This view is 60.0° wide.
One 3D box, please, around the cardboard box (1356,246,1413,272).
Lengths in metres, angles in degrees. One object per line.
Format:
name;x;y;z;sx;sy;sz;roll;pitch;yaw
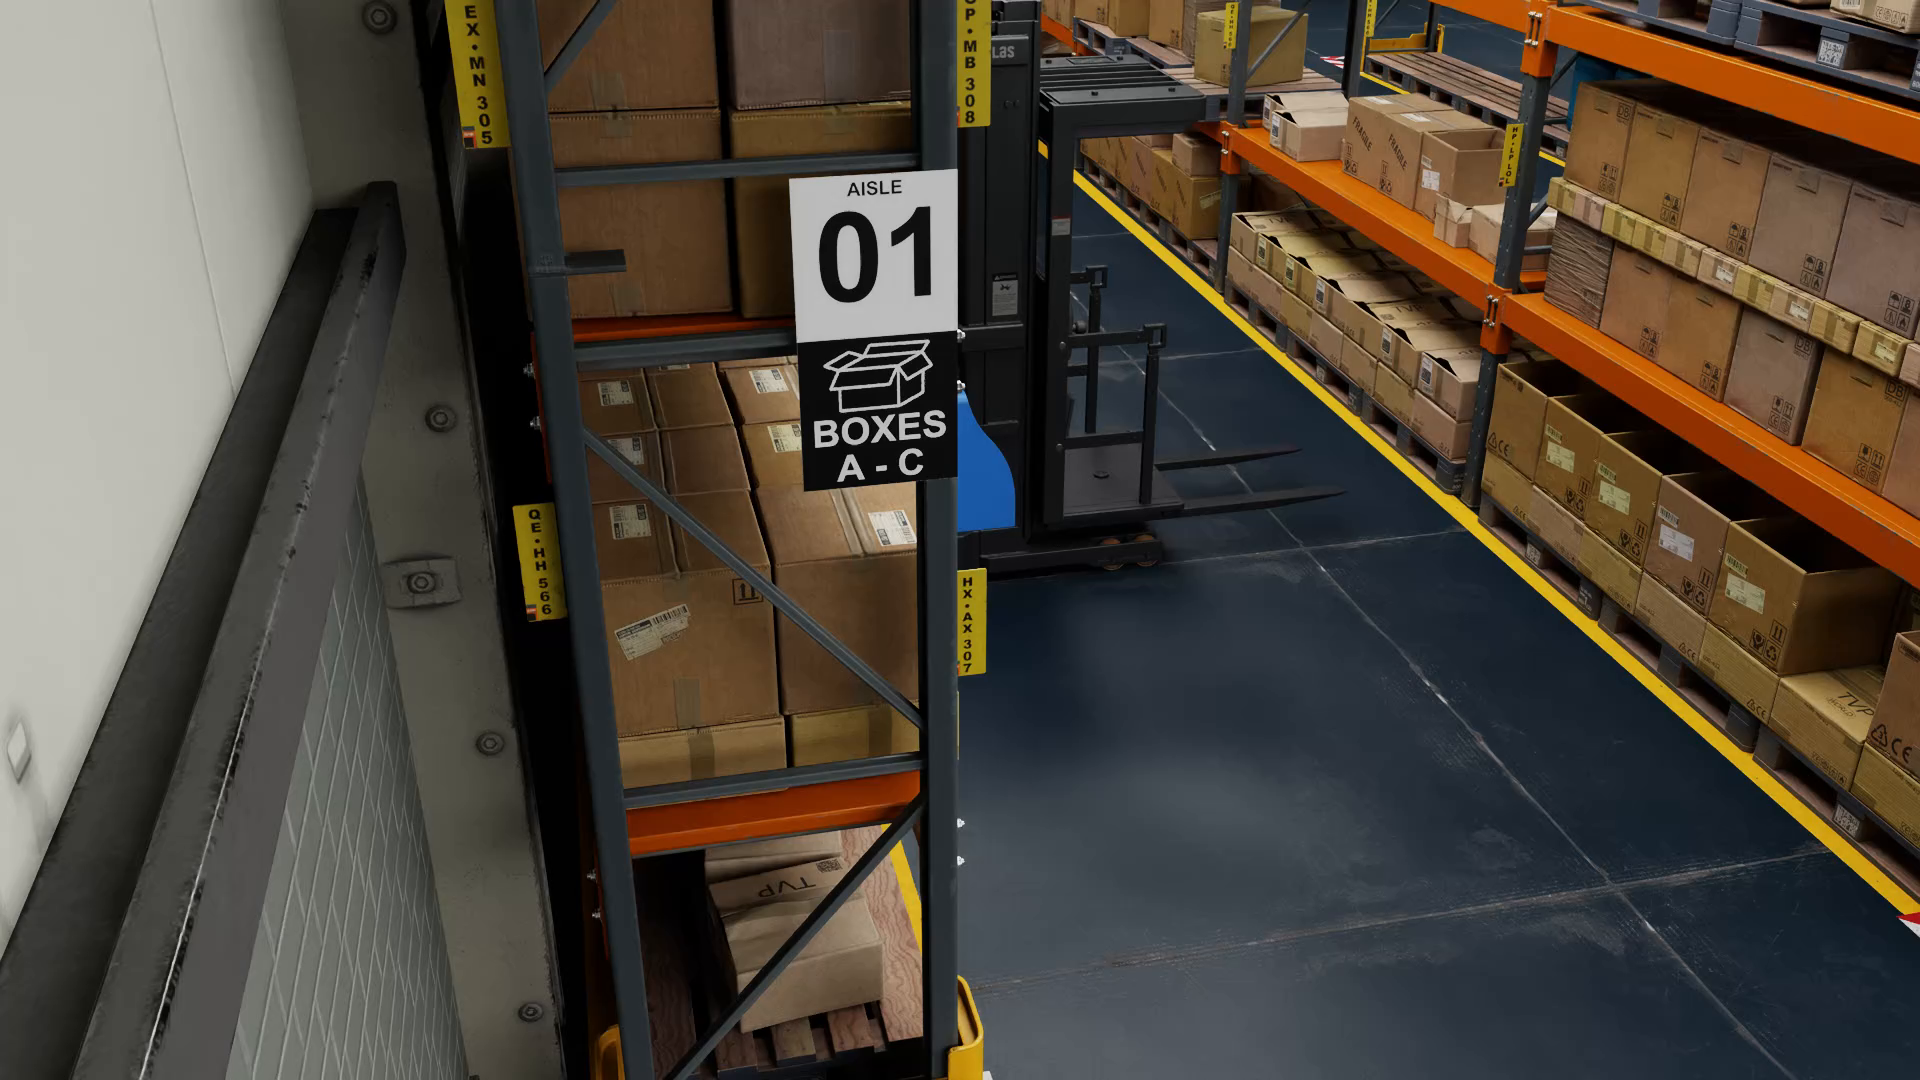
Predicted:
cardboard box;3.108;-1.905;11.659;0.500;0.311;0.500;-6;27;-12

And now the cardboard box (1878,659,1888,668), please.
cardboard box;4.186;0.506;7.504;0.500;0.250;0.500;-6;27;-12

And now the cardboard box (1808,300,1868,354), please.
cardboard box;3.754;-0.888;6.850;0.380;0.149;0.250;-5;27;-10

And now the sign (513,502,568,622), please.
sign;-1.052;0.057;4.172;0.100;0.325;0.005;-6;27;-12

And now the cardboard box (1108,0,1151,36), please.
cardboard box;1.720;-4.811;14.876;0.700;0.500;0.500;-2;27;-3

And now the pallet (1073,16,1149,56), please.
pallet;1.688;-4.658;15.362;1.003;0.211;1.213;-6;27;-12

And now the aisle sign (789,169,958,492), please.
aisle sign;-0.198;-0.492;4.011;0.394;0.787;0.004;-6;27;-12

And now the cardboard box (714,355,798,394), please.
cardboard box;-0.661;-0.520;6.264;0.500;0.500;0.500;-5;27;-10

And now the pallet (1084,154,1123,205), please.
pallet;1.835;-3.507;15.964;1.003;0.211;1.213;-6;27;-12

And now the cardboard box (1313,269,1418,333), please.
cardboard box;2.704;-1.620;11.094;0.500;0.311;0.500;-6;27;-12

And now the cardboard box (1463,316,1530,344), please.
cardboard box;3.459;-1.231;10.322;0.500;0.311;0.500;-6;27;-12

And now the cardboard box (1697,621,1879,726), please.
cardboard box;3.671;0.560;7.397;0.500;0.250;0.500;-6;27;-12

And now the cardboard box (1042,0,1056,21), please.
cardboard box;1.134;-5.569;16.844;0.500;0.500;0.500;-5;27;-10

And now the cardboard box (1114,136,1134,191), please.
cardboard box;1.723;-3.495;15.132;0.500;0.500;0.500;-6;27;-11

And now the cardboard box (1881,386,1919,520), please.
cardboard box;4.103;-0.318;6.440;0.700;0.500;0.500;-5;27;-10

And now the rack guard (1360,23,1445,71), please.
rack guard;5.522;-6.256;21.089;1.175;0.500;0.348;-6;27;-12

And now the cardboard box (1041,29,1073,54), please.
cardboard box;1.076;-5.728;19.555;0.500;0.500;0.500;-6;27;-12

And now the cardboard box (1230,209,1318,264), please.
cardboard box;2.348;-2.300;12.441;0.500;0.311;0.500;-5;27;-10

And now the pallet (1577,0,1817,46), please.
pallet;3.635;-2.521;7.685;1.003;0.211;1.213;-6;27;-12

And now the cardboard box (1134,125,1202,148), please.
cardboard box;1.825;-3.624;14.555;0.500;0.250;0.500;-6;27;-13

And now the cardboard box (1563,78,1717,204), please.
cardboard box;3.524;-2.023;8.378;0.700;0.500;0.500;-6;27;-11

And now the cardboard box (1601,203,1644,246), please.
cardboard box;3.406;-1.566;8.194;0.380;0.149;0.250;-7;28;-13

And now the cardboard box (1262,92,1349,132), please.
cardboard box;2.555;-3.145;12.251;0.500;0.311;0.500;-4;27;-8

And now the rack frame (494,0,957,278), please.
rack frame;-0.507;-2.011;3.247;1.000;3.000;0.127;-6;27;-12

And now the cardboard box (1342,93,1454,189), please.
cardboard box;2.910;-2.659;11.078;0.500;0.500;0.500;-7;28;-14

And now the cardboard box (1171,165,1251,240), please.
cardboard box;2.076;-2.816;13.787;0.500;0.500;0.500;-5;27;-10

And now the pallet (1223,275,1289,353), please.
pallet;2.664;-1.739;12.461;1.003;0.211;1.213;-6;27;-12

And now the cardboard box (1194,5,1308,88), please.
cardboard box;2.264;-3.846;12.964;0.700;0.500;0.500;-16;31;-29

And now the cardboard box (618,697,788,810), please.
cardboard box;-0.801;0.540;4.995;0.500;0.250;0.500;-6;27;-11

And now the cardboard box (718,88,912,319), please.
cardboard box;-0.338;-0.897;4.237;0.500;0.500;0.500;-5;27;-10

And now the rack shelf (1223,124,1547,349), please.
rack shelf;2.967;-2.150;10.979;1.077;0.370;4.000;-6;27;-12

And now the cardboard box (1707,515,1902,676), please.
cardboard box;3.668;0.225;7.228;0.500;0.500;0.500;-6;27;-12

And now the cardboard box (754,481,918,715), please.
cardboard box;-0.321;0.151;4.935;0.500;0.500;0.500;-6;27;-12

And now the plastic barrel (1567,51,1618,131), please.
plastic barrel;6.547;-4.617;16.930;0.600;0.901;0.708;-6;27;-12

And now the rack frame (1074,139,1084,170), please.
rack frame;1.615;-5.105;16.036;1.000;3.000;0.127;-6;27;-12

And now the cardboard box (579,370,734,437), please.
cardboard box;-1.044;-0.243;5.715;0.500;0.500;0.500;-7;28;-13

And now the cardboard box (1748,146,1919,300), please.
cardboard box;3.863;-1.362;7.068;0.700;0.500;0.500;-6;27;-12

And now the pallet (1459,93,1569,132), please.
pallet;6.238;-4.681;18.289;1.003;0.211;1.213;-6;27;-12

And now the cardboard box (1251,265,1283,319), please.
cardboard box;2.462;-1.829;12.130;0.500;0.250;0.500;-7;28;-13

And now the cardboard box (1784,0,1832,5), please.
cardboard box;3.666;-2.493;6.794;0.797;0.503;0.637;-3;27;-6

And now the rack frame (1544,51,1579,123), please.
rack frame;6.441;-5.607;17.029;1.000;3.000;0.127;-6;27;-12

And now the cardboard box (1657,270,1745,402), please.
cardboard box;3.758;-0.992;7.776;0.700;0.500;0.500;-6;27;-11

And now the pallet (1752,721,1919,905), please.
pallet;4.106;1.076;6.883;1.003;0.211;1.213;-6;27;-12

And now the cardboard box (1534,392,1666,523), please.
cardboard box;3.337;-0.434;8.534;0.500;0.500;0.500;-6;27;-12

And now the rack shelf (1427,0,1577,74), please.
rack shelf;2.967;-3.489;10.303;1.077;0.370;4.000;-6;27;-12

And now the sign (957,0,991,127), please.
sign;0.022;-1.117;3.835;0.100;0.325;0.005;-6;27;-12

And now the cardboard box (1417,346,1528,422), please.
cardboard box;3.047;-0.952;9.771;0.500;0.311;0.500;-6;27;-12

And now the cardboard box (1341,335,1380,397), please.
cardboard box;2.814;-1.153;10.790;0.500;0.250;0.500;-5;27;-10

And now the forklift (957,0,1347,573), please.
forklift;0.613;-1.373;8.717;3.031;2.935;1.130;-6;27;-12

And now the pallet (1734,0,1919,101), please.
pallet;3.906;-1.986;6.626;1.003;0.211;1.213;-6;27;-12

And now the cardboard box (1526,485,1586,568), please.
cardboard box;3.334;-0.099;8.702;0.500;0.250;0.500;-6;27;-12

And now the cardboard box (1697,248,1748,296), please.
cardboard box;3.584;-1.224;7.516;0.380;0.149;0.250;-7;28;-13

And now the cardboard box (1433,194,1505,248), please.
cardboard box;3.040;-1.901;9.836;0.396;0.266;0.258;-7;28;-13

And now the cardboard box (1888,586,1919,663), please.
cardboard box;4.300;0.391;6.900;0.500;0.500;0.500;-6;27;-12
